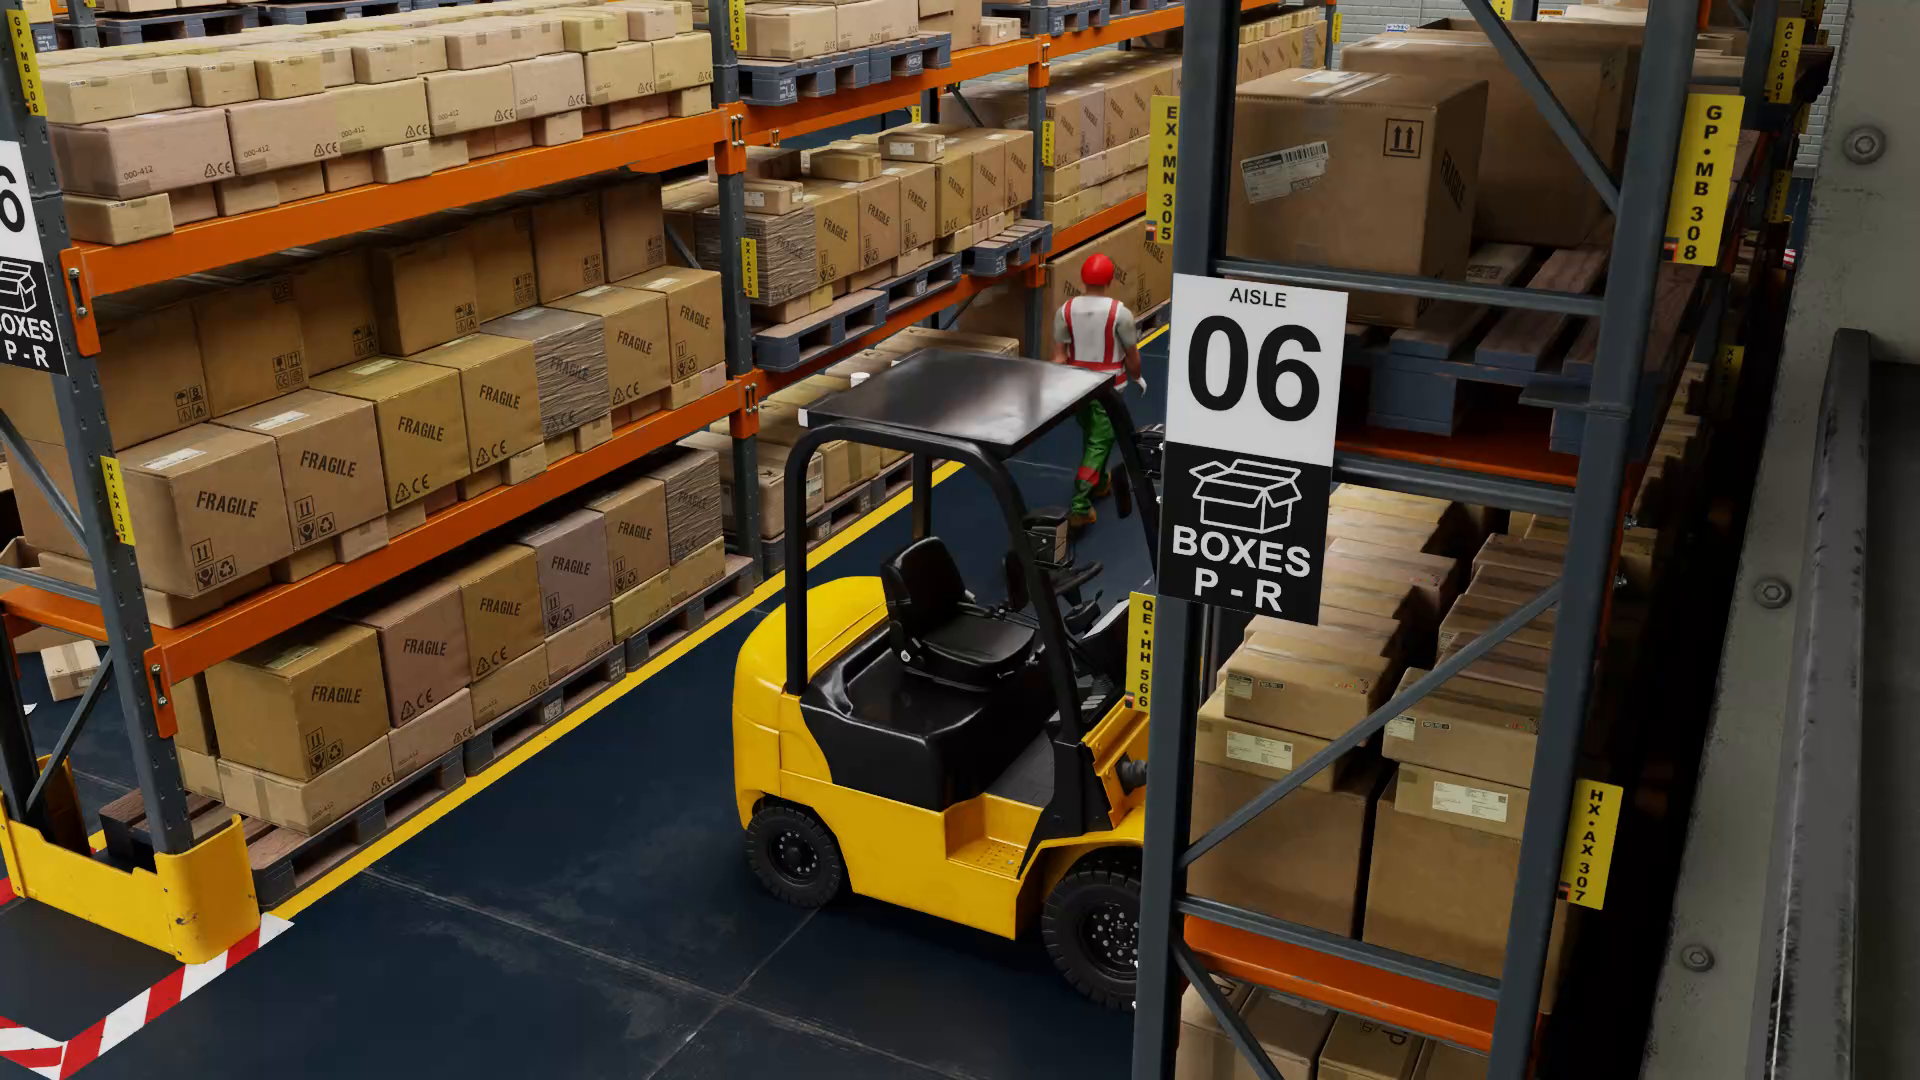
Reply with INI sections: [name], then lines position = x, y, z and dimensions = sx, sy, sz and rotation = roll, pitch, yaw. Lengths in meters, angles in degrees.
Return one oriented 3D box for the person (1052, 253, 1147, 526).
[person]
position = 0.899, -1.001, 10.709
dimensions = 0.527, 1.742, 1.040
rotation = 11, 25, 26
